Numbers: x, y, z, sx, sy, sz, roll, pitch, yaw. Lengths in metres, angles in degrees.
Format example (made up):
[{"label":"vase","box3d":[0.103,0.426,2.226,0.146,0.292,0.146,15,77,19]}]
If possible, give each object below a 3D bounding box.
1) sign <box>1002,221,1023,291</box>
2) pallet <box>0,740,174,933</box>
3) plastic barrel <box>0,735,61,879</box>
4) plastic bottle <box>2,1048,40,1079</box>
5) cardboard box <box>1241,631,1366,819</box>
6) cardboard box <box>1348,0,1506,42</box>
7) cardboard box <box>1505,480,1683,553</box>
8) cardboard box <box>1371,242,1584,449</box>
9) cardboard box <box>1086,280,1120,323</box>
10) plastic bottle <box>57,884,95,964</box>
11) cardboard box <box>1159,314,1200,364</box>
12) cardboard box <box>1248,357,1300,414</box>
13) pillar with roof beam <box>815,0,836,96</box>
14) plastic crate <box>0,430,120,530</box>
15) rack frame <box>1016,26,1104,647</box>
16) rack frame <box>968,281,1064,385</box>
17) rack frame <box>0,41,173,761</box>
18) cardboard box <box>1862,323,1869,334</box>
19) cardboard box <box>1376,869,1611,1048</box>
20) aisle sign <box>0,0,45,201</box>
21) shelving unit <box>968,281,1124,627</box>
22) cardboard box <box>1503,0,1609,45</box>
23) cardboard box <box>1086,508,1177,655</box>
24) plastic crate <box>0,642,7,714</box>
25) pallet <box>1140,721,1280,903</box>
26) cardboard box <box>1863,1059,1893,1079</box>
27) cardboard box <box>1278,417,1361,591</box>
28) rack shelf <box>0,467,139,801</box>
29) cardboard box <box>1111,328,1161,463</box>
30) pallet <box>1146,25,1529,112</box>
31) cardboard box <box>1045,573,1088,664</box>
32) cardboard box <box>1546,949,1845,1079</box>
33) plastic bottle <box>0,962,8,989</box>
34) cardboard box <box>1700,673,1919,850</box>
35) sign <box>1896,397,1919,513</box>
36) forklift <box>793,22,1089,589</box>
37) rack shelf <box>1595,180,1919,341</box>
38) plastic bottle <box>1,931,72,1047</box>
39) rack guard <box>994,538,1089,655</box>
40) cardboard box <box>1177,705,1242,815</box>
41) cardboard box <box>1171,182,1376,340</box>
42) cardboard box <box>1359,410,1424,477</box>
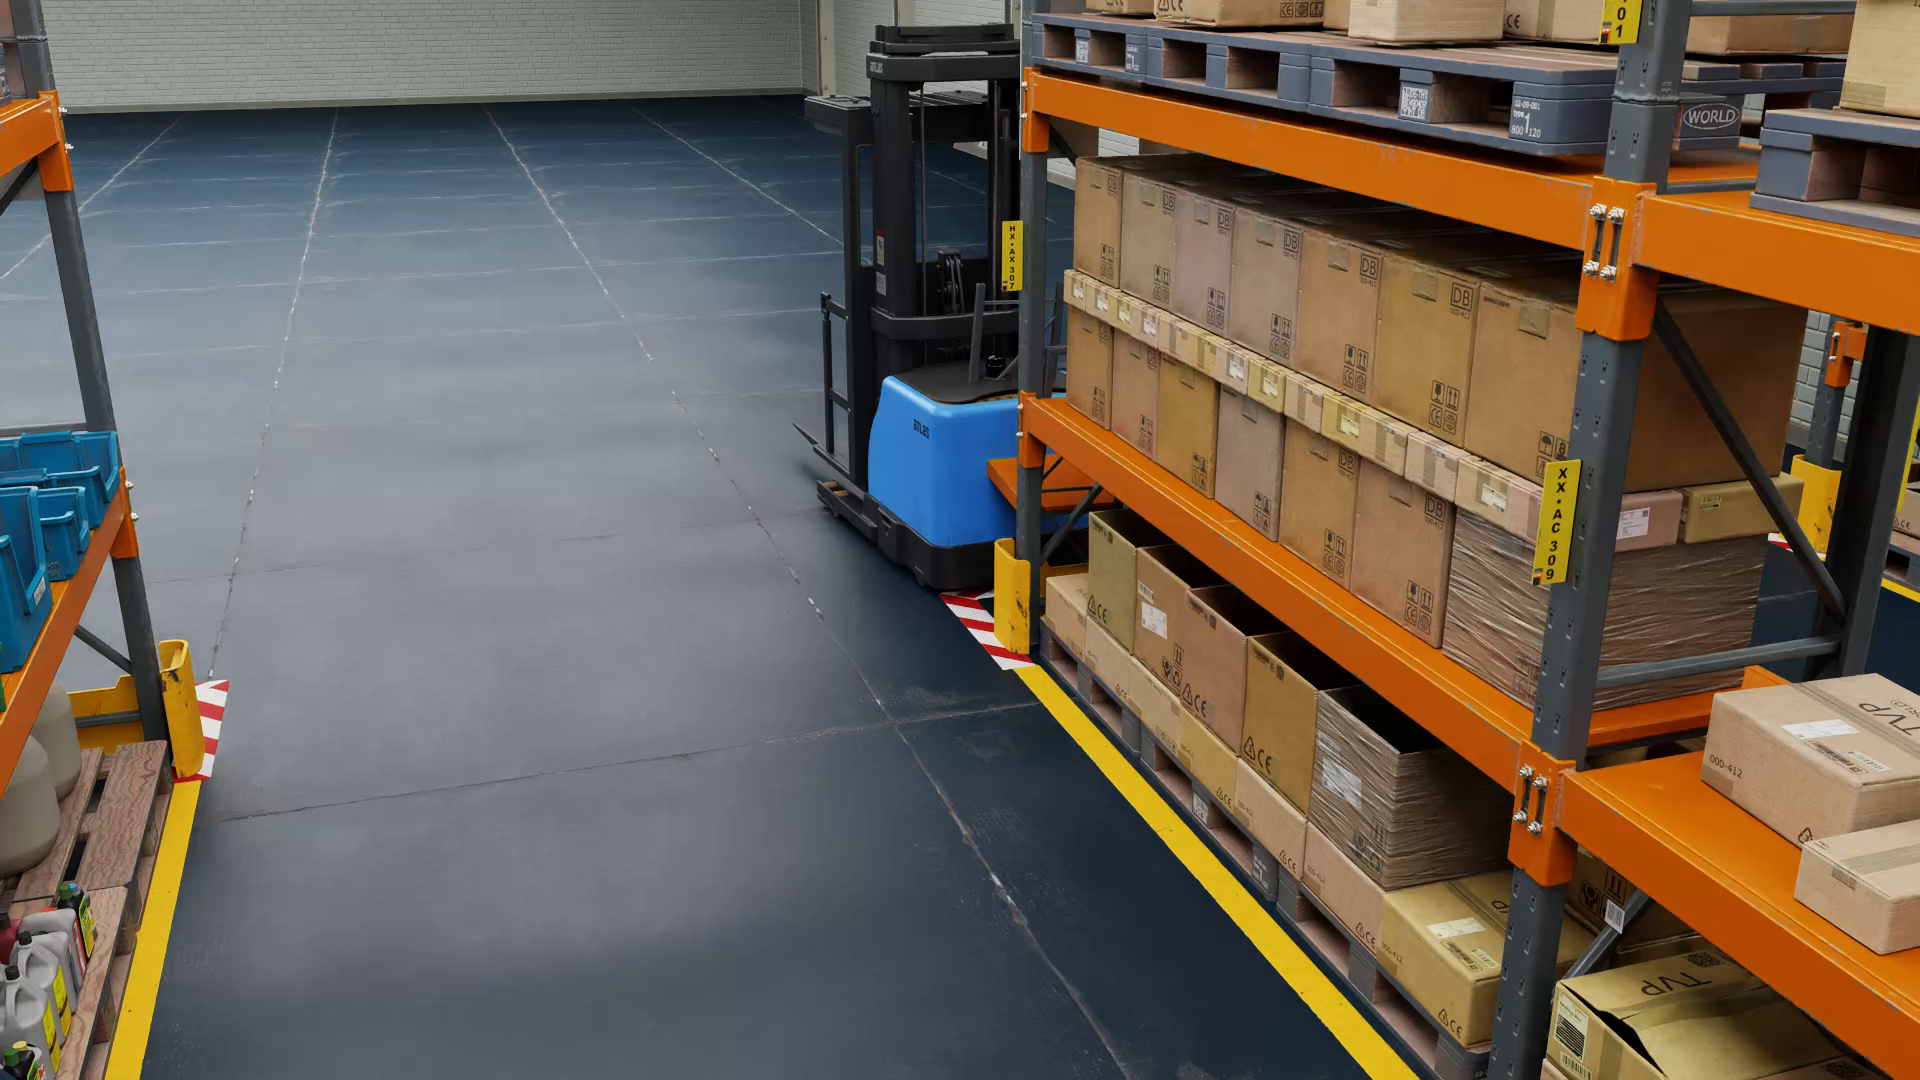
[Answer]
[{"label":"sign","box3d":[0.245,-1.328,7.780,0.100,0.325,0.005,-6,21,-17]},{"label":"pallet","box3d":[-3.611,1.177,6.326,1.003,0.211,1.213,-6,21,-17]},{"label":"plastic barrel","box3d":[-3.492,0.922,5.973,0.421,0.512,0.421,0,20,0]},{"label":"plastic bottle","box3d":[-2.604,1.518,4.620,0.061,0.283,0.133,-5,20,-15]},{"label":"cardboard box","box3d":[1.371,0.639,6.037,0.500,0.500,0.500,-6,21,-17]},{"label":"cardboard box","box3d":[1.393,-1.572,4.962,0.380,0.149,0.250,-6,21,-17]},{"label":"cardboard box","box3d":[1.743,-0.074,4.577,0.380,0.149,0.250,-6,21,-17]},{"label":"cardboard box","box3d":[1.726,-0.618,5.134,0.700,0.500,0.500,-6,21,-17]},{"label":"cardboard box","box3d":[0.779,-1.060,7.322,0.380,0.149,0.250,-7,21,-19]},{"label":"plastic bottle","box3d":[-2.882,1.234,5.411,0.061,0.283,0.133,-6,21,-16]},{"label":"cardboard box","box3d":[1.019,-0.813,6.635,0.380,0.149,0.250,-7,21,-19]},{"label":"cardboard box","box3d":[1.259,-0.566,5.949,0.380,0.149,0.250,-6,21,-15]},{"label":"pillar with roof beam","box3d":[-6.999,-13.329,33.713,9.100,9.000,0.400,-6,21,-17]},{"label":"plastic crate","box3d":[-3.488,-0.217,6.303,0.499,0.251,0.616,-6,21,-17]},{"label":"rack frame","box3d":[0.774,-0.941,8.098,1.000,3.000,0.127,-6,21,-17]},{"label":"rack frame","box3d":[0.271,-0.692,9.165,0.500,1.500,0.032,-4,27,-19]},{"label":"rack frame","box3d":[-3.929,-0.416,6.636,1.000,3.000,0.127,-6,21,-17]},{"label":"cardboard box","box3d":[5.328,-1.217,9.059,0.500,0.250,0.500,-7,21,-19]},{"label":"cardboard box","box3d":[1.678,1.314,5.268,0.500,0.250,0.500,-6,21,-17]},{"label":"aisle sign","box3d":[-3.670,-1.694,6.349,0.394,0.787,0.004,-6,21,-17]},{"label":"shelving unit","box3d":[0.435,-0.468,8.729,0.587,1.500,1.083,-4,27,-19]},{"label":"cardboard box","box3d":[1.954,-1.653,4.948,0.500,0.311,0.500,-8,21,-20]},{"label":"cardboard box","box3d":[0.890,0.159,7.374,0.500,0.500,0.500,-6,21,-17]},{"label":"plastic crate","box3d":[-2.831,0.502,4.395,0.450,0.188,0.662,-6,21,-17]},{"label":"pallet","box3d":[1.434,1.003,6.811,1.003,0.211,1.213,-6,21,-17]},{"label":"cardboard box","box3d":[2.600,1.441,4.083,0.500,0.311,0.500,-6,21,-16]},{"label":"cardboard box","box3d":[1.560,-0.176,5.821,0.700,0.500,0.500,-6,21,-16]},{"label":"rack shelf","box3d":[-3.301,0.565,4.971,1.077,0.370,4.000,-6,21,-17]},{"label":"cardboard box","box3d":[1.078,-0.669,7.193,0.700,0.500,0.500,-6,21,-16]},{"label":"pallet","box3d":[1.359,-1.689,5.875,1.003,0.211,1.213,-6,21,-17]},{"label":"cardboard box","box3d":[0.731,0.351,7.947,0.500,0.250,0.500,-6,21,-17]},{"label":"cardboard box","box3d":[1.925,1.334,4.381,0.500,0.311,0.500,-6,21,-17]},{"label":"plastic bottle","box3d":[-2.952,1.385,5.113,0.097,0.201,0.097,0,20,0]},{"label":"cardboard box","box3d":[2.228,0.567,4.123,0.500,0.250,0.500,-5,20,-14]},{"label":"sign","box3d":[2.543,-0.226,4.511,0.100,0.325,0.005,-6,21,-17]},{"label":"forklift","box3d":[-0.250,-1.573,9.960,1.130,2.935,3.031,-8,21,-22]},{"label":"rack shelf","box3d":[2.660,-0.088,2.352,1.077,0.370,4.000,-6,21,-17]},{"label":"plastic bottle","box3d":[-2.783,1.348,4.994,0.144,0.351,0.185,-6,20,-15]},{"label":"rack guard","box3d":[0.767,0.228,8.542,1.175,0.500,0.348,-6,21,-17]},{"label":"cardboard box","box3d":[1.201,0.833,6.606,0.500,0.250,0.500,-6,21,-17]},{"label":"cardboard box","box3d":[1.255,-1.100,6.475,0.700,0.500,0.500,-6,21,-17]},{"label":"cardboard box","box3d":[1.498,-0.321,5.267,0.380,0.149,0.250,-6,21,-17]}]
